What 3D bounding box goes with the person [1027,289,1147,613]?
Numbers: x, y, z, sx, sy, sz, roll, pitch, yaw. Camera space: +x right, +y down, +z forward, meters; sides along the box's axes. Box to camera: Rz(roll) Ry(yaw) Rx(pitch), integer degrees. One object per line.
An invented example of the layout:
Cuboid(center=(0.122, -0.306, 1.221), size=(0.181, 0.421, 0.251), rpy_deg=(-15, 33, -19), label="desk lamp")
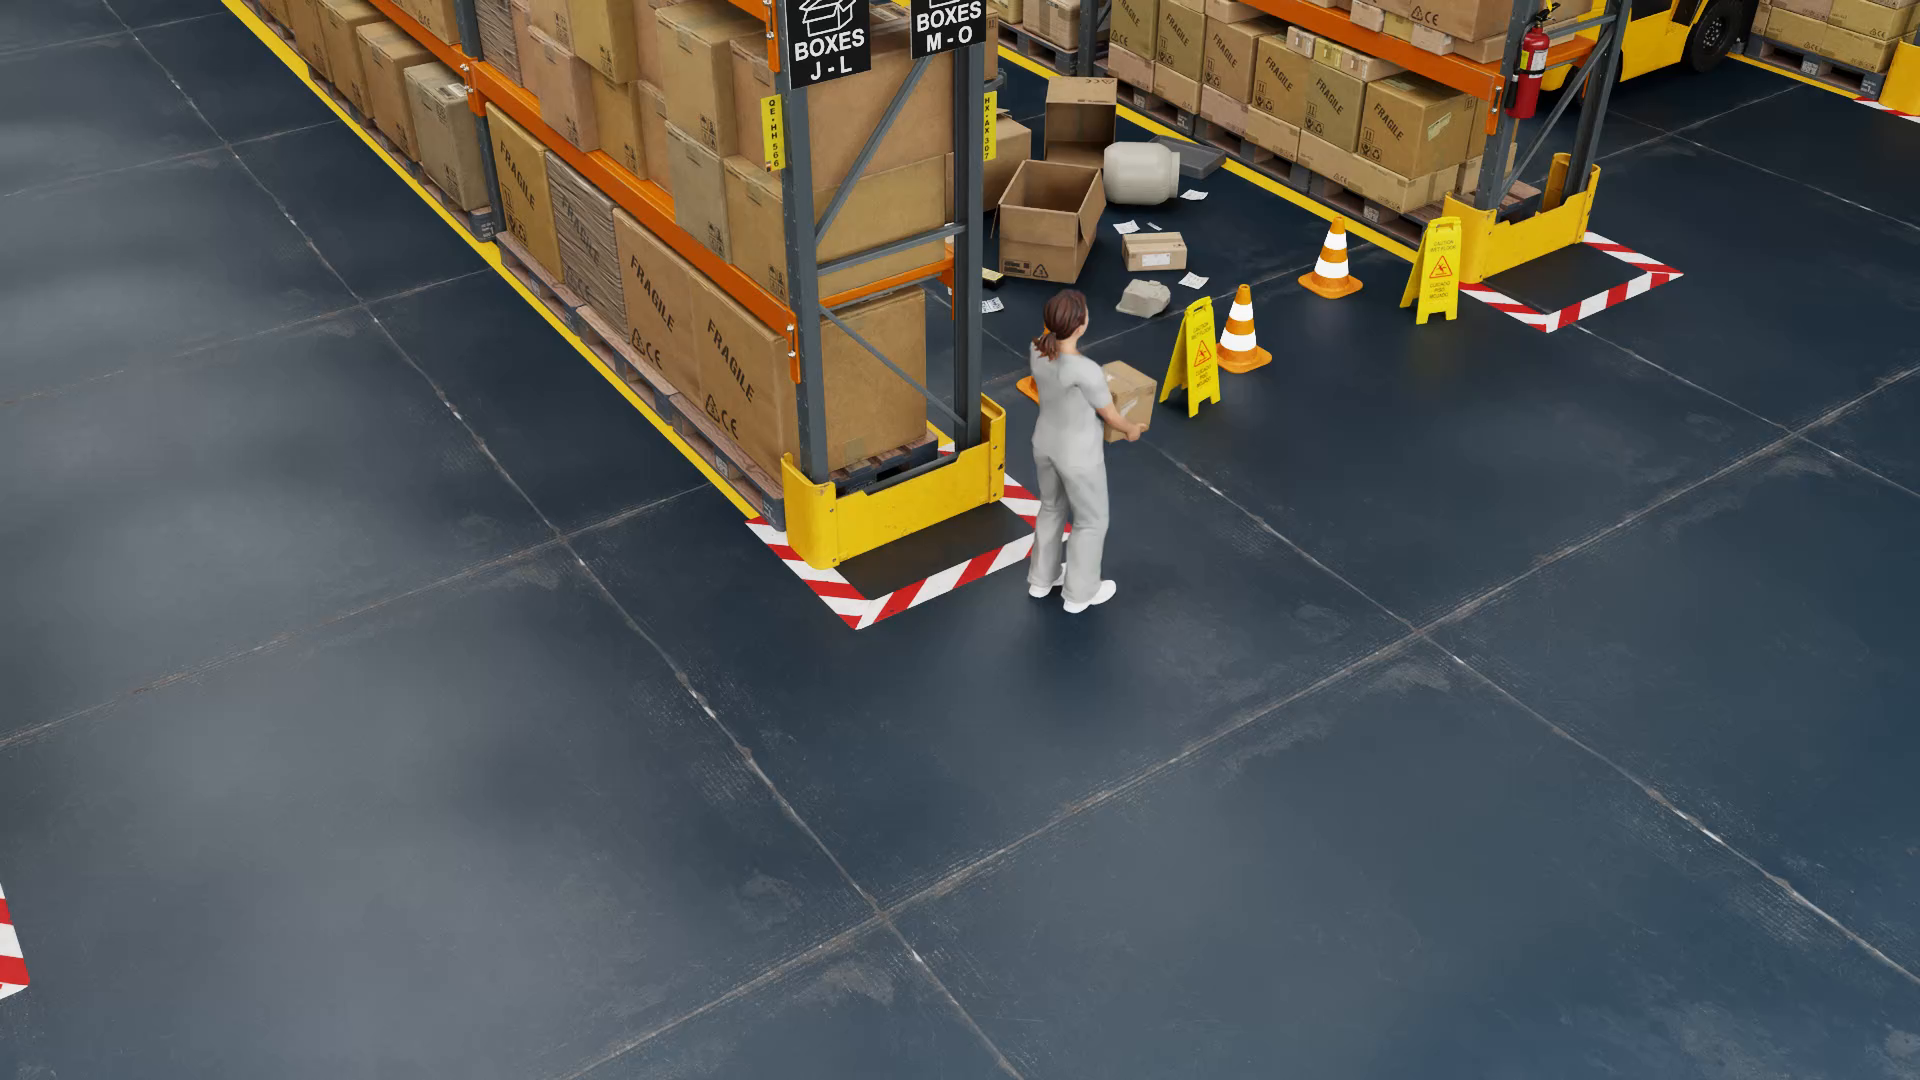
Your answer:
Cuboid(center=(0.551, -0.419, 7.578), size=(0.548, 1.667, 0.434), rpy_deg=(-26, 44, -31), label="person")
